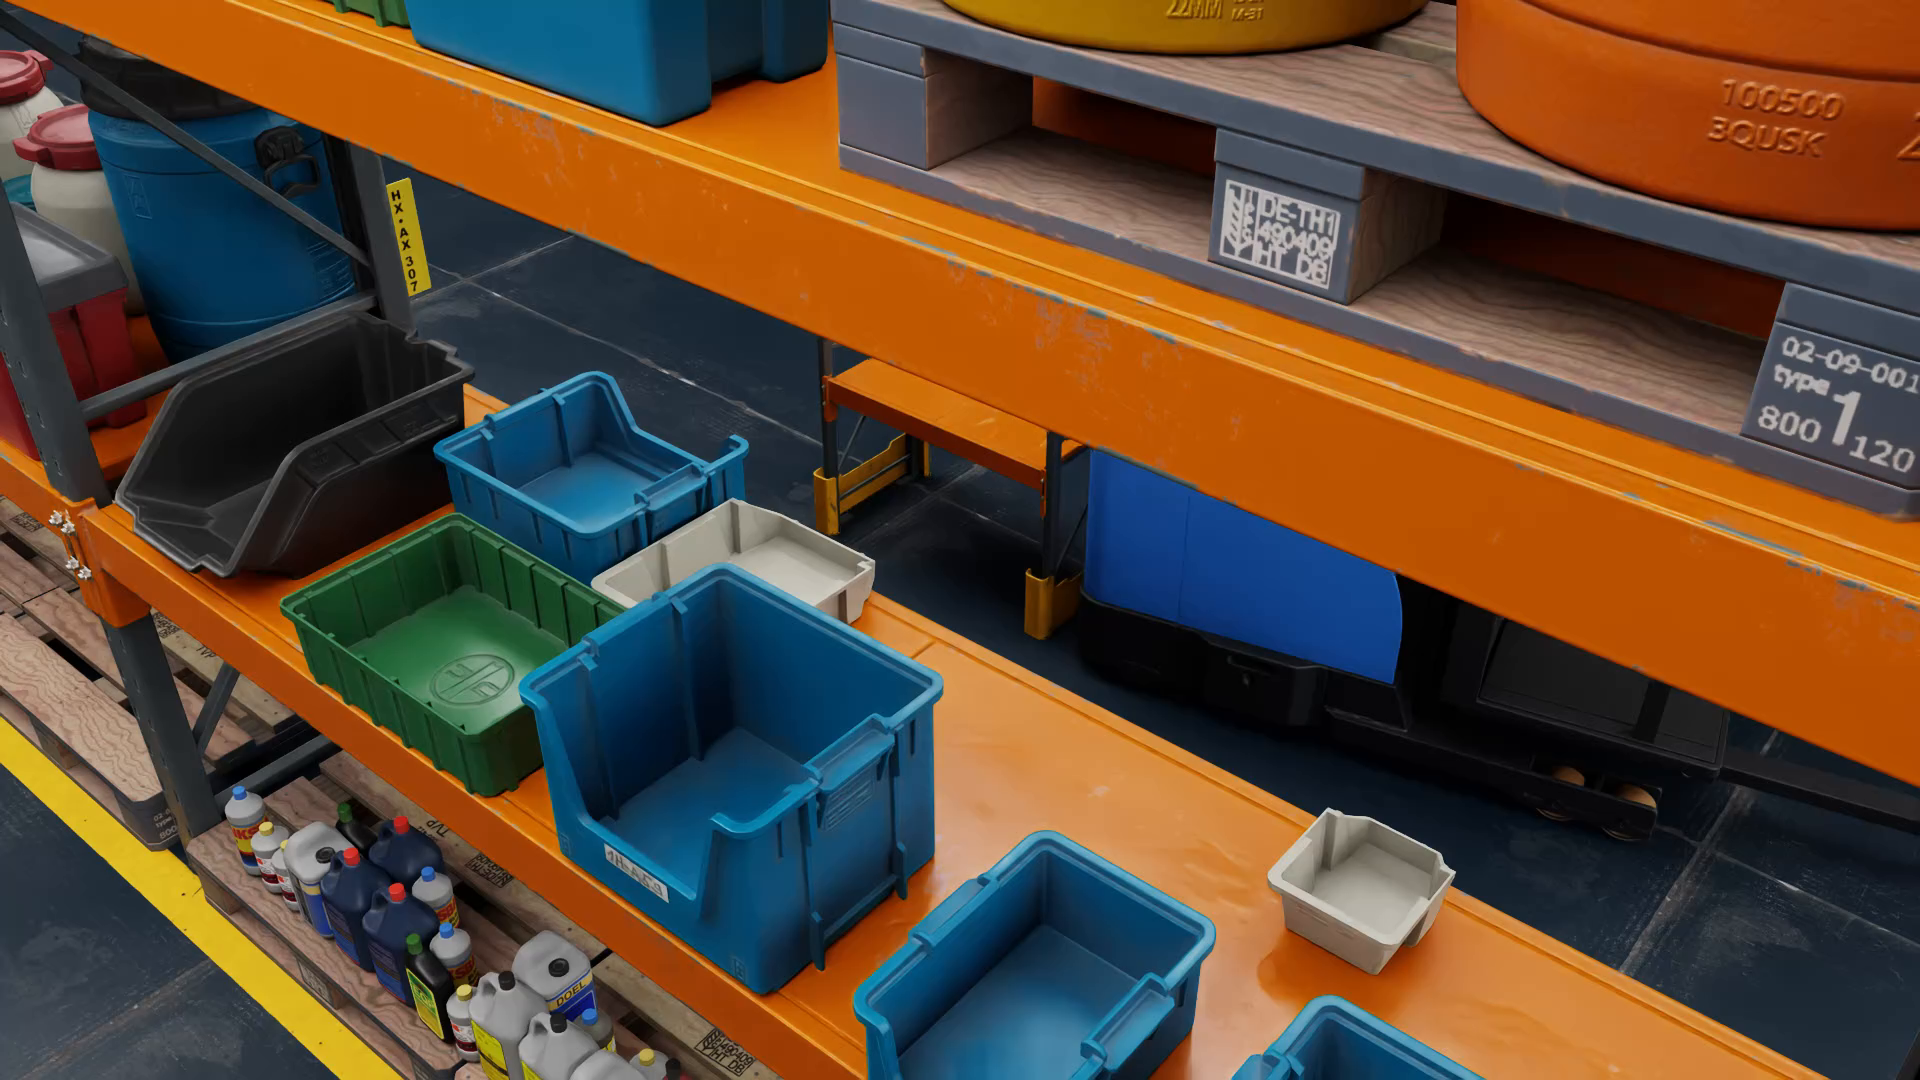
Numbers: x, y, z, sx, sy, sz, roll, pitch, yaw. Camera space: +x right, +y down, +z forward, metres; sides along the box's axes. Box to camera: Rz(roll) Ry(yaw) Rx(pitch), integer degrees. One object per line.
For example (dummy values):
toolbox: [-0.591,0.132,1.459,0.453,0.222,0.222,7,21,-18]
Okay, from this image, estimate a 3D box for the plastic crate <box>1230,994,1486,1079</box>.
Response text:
plastic crate: [0.617,0.985,2.298,0.616,0.251,0.499,25,42,32]

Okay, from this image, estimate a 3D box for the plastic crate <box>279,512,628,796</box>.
plastic crate: [-1.018,0.228,3.456,0.662,0.188,0.450,25,42,32]

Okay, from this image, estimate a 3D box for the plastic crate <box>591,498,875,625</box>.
plastic crate: [-0.471,0.112,3.670,0.437,0.136,0.530,25,42,32]

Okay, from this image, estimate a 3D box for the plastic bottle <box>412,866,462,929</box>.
plastic bottle: [-1.337,0.942,4.250,0.097,0.271,0.097,0,34,0]

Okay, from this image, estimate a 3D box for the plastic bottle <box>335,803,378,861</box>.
plastic bottle: [-1.582,0.829,4.404,0.133,0.283,0.061,25,42,32]

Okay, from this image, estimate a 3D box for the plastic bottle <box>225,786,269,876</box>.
plastic bottle: [-1.916,0.775,4.493,0.097,0.271,0.097,0,34,0]

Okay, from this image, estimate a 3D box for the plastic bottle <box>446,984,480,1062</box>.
plastic bottle: [-1.178,1.152,4.006,0.097,0.201,0.097,0,34,0]

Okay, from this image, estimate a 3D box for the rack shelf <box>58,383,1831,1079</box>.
rack shelf: [-0.343,0.547,3.440,4.000,0.370,1.077,25,42,32]

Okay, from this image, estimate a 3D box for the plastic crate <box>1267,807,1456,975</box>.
plastic crate: [0.712,0.619,2.932,0.250,0.136,0.298,25,42,32]

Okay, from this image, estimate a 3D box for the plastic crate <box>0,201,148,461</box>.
plastic crate: [-2.448,-0.543,4.334,0.583,0.464,0.402,25,42,32]

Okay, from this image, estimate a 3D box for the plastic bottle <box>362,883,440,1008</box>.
plastic bottle: [-1.381,0.978,4.128,0.185,0.351,0.144,23,41,30]

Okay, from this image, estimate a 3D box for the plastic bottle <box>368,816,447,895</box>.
plastic bottle: [-1.433,0.847,4.319,0.185,0.351,0.144,25,42,32]

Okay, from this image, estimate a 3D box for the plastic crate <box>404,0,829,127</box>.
plastic crate: [-0.465,-0.815,2.152,0.575,0.384,0.392,25,42,32]

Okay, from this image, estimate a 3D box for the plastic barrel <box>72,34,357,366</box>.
plastic barrel: [-1.984,-0.953,4.545,0.708,0.901,0.600,25,42,32]

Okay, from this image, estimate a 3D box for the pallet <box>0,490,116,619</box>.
pallet: [-3.451,-0.034,6.113,1.213,0.211,1.003,25,42,32]

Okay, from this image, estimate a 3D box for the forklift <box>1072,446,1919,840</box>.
forklift: [1.933,-0.663,4.626,3.031,2.935,1.130,16,37,21]

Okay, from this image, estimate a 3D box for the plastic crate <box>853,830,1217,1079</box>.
plastic crate: [0.122,0.747,2.644,0.408,0.251,0.499,25,42,32]

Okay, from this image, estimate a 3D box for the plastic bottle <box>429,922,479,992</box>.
plastic bottle: [-1.244,1.047,4.097,0.097,0.271,0.097,0,34,0]

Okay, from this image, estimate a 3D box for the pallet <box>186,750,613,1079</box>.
pallet: [-1.391,0.937,4.700,1.213,0.211,1.003,25,42,32]

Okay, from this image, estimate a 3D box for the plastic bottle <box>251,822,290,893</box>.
plastic bottle: [-1.838,0.841,4.459,0.097,0.201,0.097,0,34,0]

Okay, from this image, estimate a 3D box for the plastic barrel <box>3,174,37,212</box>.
plastic barrel: [-2.800,-0.963,5.125,0.301,0.262,0.301,0,34,0]

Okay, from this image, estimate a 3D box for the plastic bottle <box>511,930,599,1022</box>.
plastic bottle: [-0.978,1.089,4.032,0.135,0.276,0.152,25,42,32]

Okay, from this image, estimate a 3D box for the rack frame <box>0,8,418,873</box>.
rack frame: [-1.881,-0.474,4.291,0.127,3.000,1.000,25,42,32]

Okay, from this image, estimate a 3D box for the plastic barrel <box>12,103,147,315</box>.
plastic barrel: [-2.475,-0.972,4.896,0.433,0.535,0.433,0,34,0]

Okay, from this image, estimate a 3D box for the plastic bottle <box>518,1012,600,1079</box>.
plastic bottle: [-0.911,1.199,3.806,0.185,0.351,0.144,27,43,34]

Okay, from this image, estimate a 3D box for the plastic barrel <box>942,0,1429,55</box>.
plastic barrel: [0.236,-0.870,1.681,0.600,0.588,0.600,0,34,0]

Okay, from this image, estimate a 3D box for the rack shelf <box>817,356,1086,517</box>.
rack shelf: [0.042,-0.444,5.889,1.000,0.185,0.538,25,42,32]

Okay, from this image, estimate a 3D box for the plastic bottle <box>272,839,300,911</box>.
plastic bottle: [-1.760,0.878,4.406,0.097,0.201,0.097,0,34,0]

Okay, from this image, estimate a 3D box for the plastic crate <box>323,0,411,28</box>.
plastic crate: [-0.842,-0.933,2.497,0.450,0.188,0.336,25,42,32]

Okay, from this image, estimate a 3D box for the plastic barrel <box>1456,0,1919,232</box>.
plastic barrel: [0.739,-0.733,1.267,0.708,0.830,0.600,25,42,32]

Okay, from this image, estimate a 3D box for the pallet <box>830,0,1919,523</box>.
pallet: [0.620,-0.526,1.884,1.213,0.211,1.003,25,42,32]

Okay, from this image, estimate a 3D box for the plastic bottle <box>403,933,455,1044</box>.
plastic bottle: [-1.280,1.083,4.034,0.133,0.283,0.061,27,43,34]

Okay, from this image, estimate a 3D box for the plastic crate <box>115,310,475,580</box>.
plastic crate: [-1.560,-0.204,3.952,0.504,0.338,0.767,25,42,32]

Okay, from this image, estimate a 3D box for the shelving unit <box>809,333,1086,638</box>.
shelving unit: [0.035,-0.595,5.792,1.083,1.500,0.587,25,42,32]

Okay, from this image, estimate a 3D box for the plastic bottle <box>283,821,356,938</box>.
plastic bottle: [-1.650,0.878,4.338,0.135,0.276,0.152,27,43,33]

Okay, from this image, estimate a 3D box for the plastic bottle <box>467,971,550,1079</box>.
plastic bottle: [-1.054,1.132,3.904,0.185,0.351,0.144,25,42,31]

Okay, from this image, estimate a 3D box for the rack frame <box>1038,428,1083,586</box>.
rack frame: [0.435,-0.410,5.522,0.032,1.500,0.500,25,42,32]

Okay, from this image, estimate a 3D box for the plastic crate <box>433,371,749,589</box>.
plastic crate: [-0.856,-0.130,3.921,0.616,0.251,0.499,25,42,32]

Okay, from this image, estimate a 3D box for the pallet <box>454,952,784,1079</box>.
pallet: [-0.449,1.378,4.056,1.213,0.211,1.003,25,42,32]

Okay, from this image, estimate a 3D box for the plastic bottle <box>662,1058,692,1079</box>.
plastic bottle: [-0.607,1.289,3.735,0.133,0.283,0.061,25,42,32]

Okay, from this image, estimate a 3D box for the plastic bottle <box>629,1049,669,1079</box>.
plastic bottle: [-0.716,1.258,3.852,0.097,0.201,0.097,0,34,0]

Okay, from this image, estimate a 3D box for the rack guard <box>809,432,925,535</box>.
rack guard: [-0.350,-0.259,6.407,0.087,0.250,0.587,25,42,32]

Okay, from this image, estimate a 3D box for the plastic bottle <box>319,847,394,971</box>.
plastic bottle: [-1.526,0.909,4.228,0.185,0.351,0.144,26,42,33]

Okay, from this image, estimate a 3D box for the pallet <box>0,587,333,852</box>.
pallet: [-2.509,0.408,5.470,1.213,0.211,1.003,25,42,32]

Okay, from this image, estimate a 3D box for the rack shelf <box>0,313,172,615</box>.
rack shelf: [-3.418,-0.902,5.549,4.000,0.370,1.077,25,42,32]

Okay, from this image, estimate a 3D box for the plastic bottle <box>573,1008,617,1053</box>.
plastic bottle: [-0.867,1.192,3.948,0.097,0.201,0.097,0,34,0]

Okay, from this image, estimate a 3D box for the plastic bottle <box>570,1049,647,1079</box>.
plastic bottle: [-0.781,1.288,3.742,0.135,0.276,0.152,24,41,31]

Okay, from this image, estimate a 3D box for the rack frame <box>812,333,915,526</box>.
rack frame: [-0.351,-0.775,6.053,0.032,1.500,0.500,25,42,32]

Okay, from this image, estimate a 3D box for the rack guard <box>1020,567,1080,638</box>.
rack guard: [0.420,0.099,5.886,0.087,0.250,0.587,25,42,32]

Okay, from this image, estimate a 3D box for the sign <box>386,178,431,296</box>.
sign: [-1.520,-0.824,4.555,0.005,0.325,0.100,25,42,32]

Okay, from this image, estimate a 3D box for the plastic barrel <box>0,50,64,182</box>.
plastic barrel: [-3.039,-1.238,5.283,0.433,0.535,0.433,0,34,0]

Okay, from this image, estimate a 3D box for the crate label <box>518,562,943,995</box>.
crate label: [-0.394,0.411,2.971,0.616,0.435,0.502,25,42,32]
